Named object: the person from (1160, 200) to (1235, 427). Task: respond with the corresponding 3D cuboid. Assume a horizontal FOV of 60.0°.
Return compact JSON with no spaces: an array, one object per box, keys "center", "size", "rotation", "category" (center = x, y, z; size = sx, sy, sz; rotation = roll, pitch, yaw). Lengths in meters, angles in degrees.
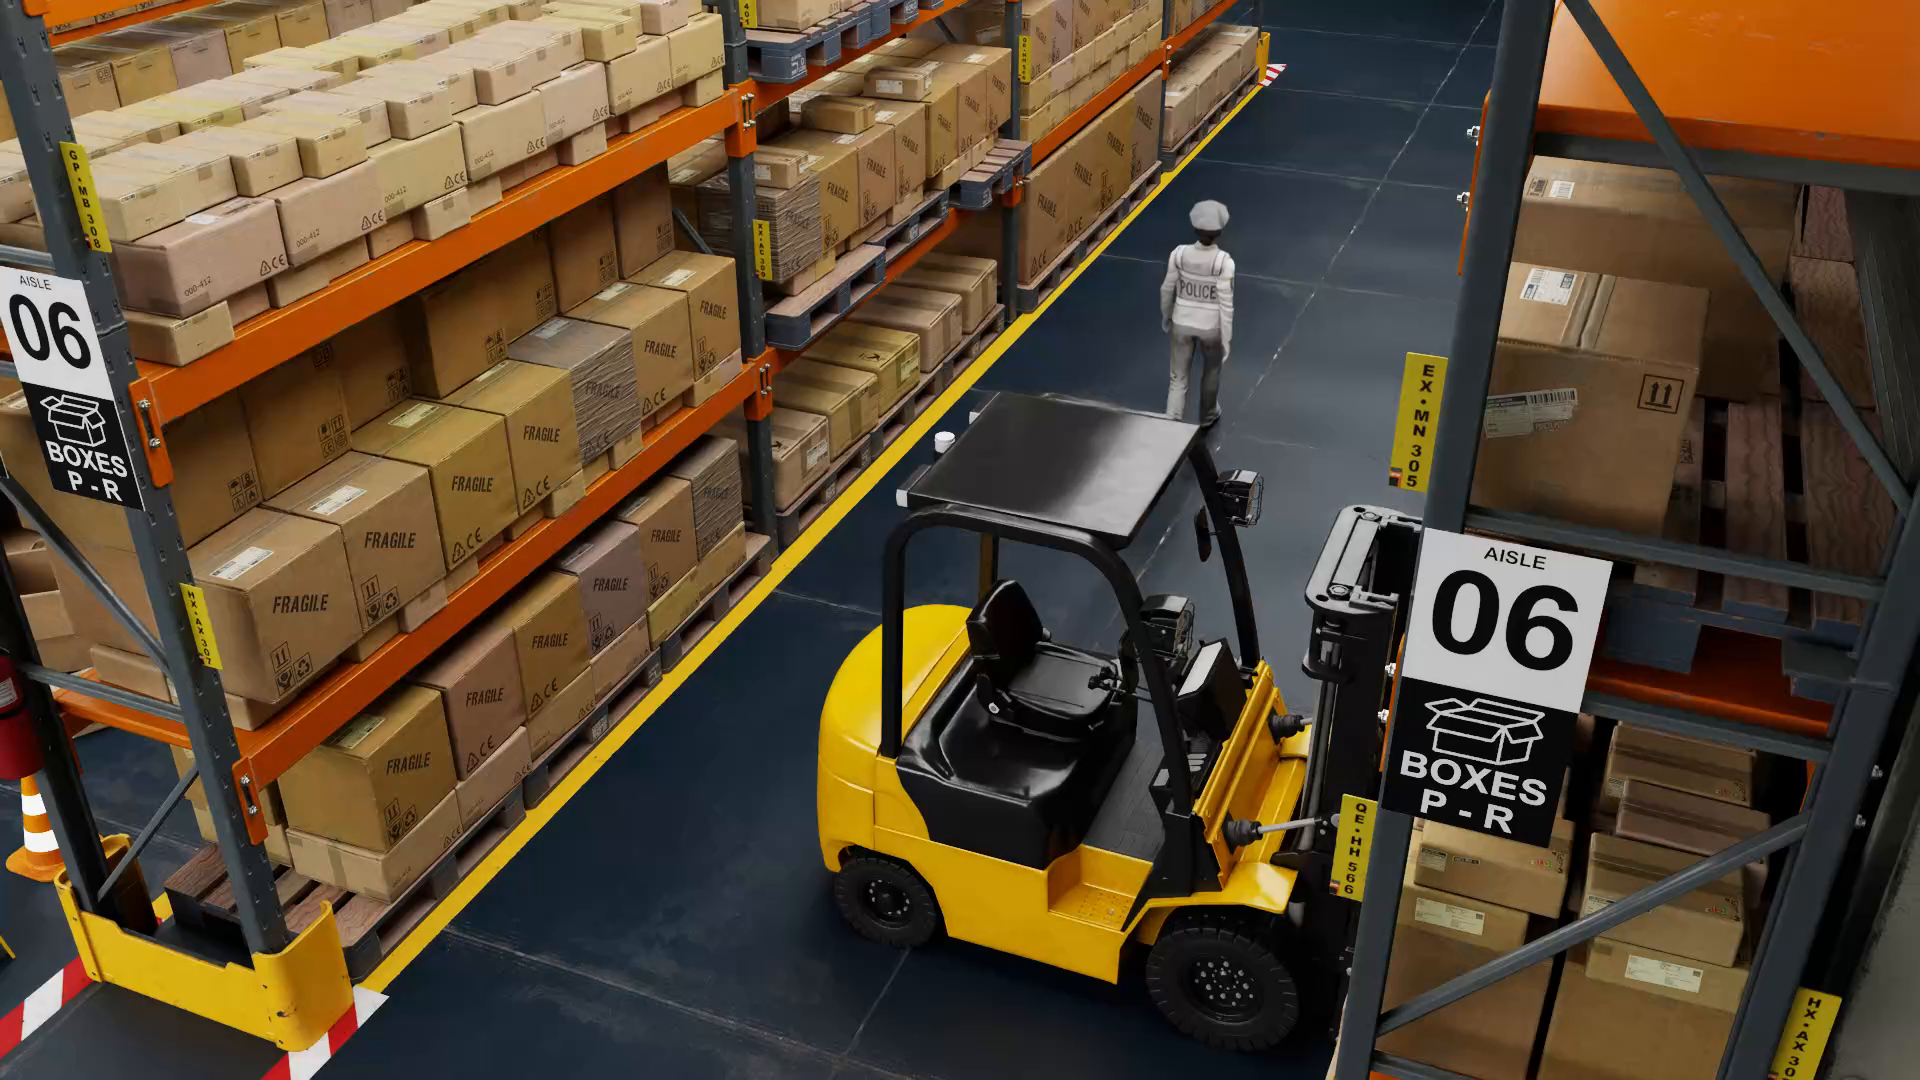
[{"center":[1.530,-1.402,10.800],"size":[0.510,1.645,0.973],"rotation":[9,31,16],"category":"person"}]
